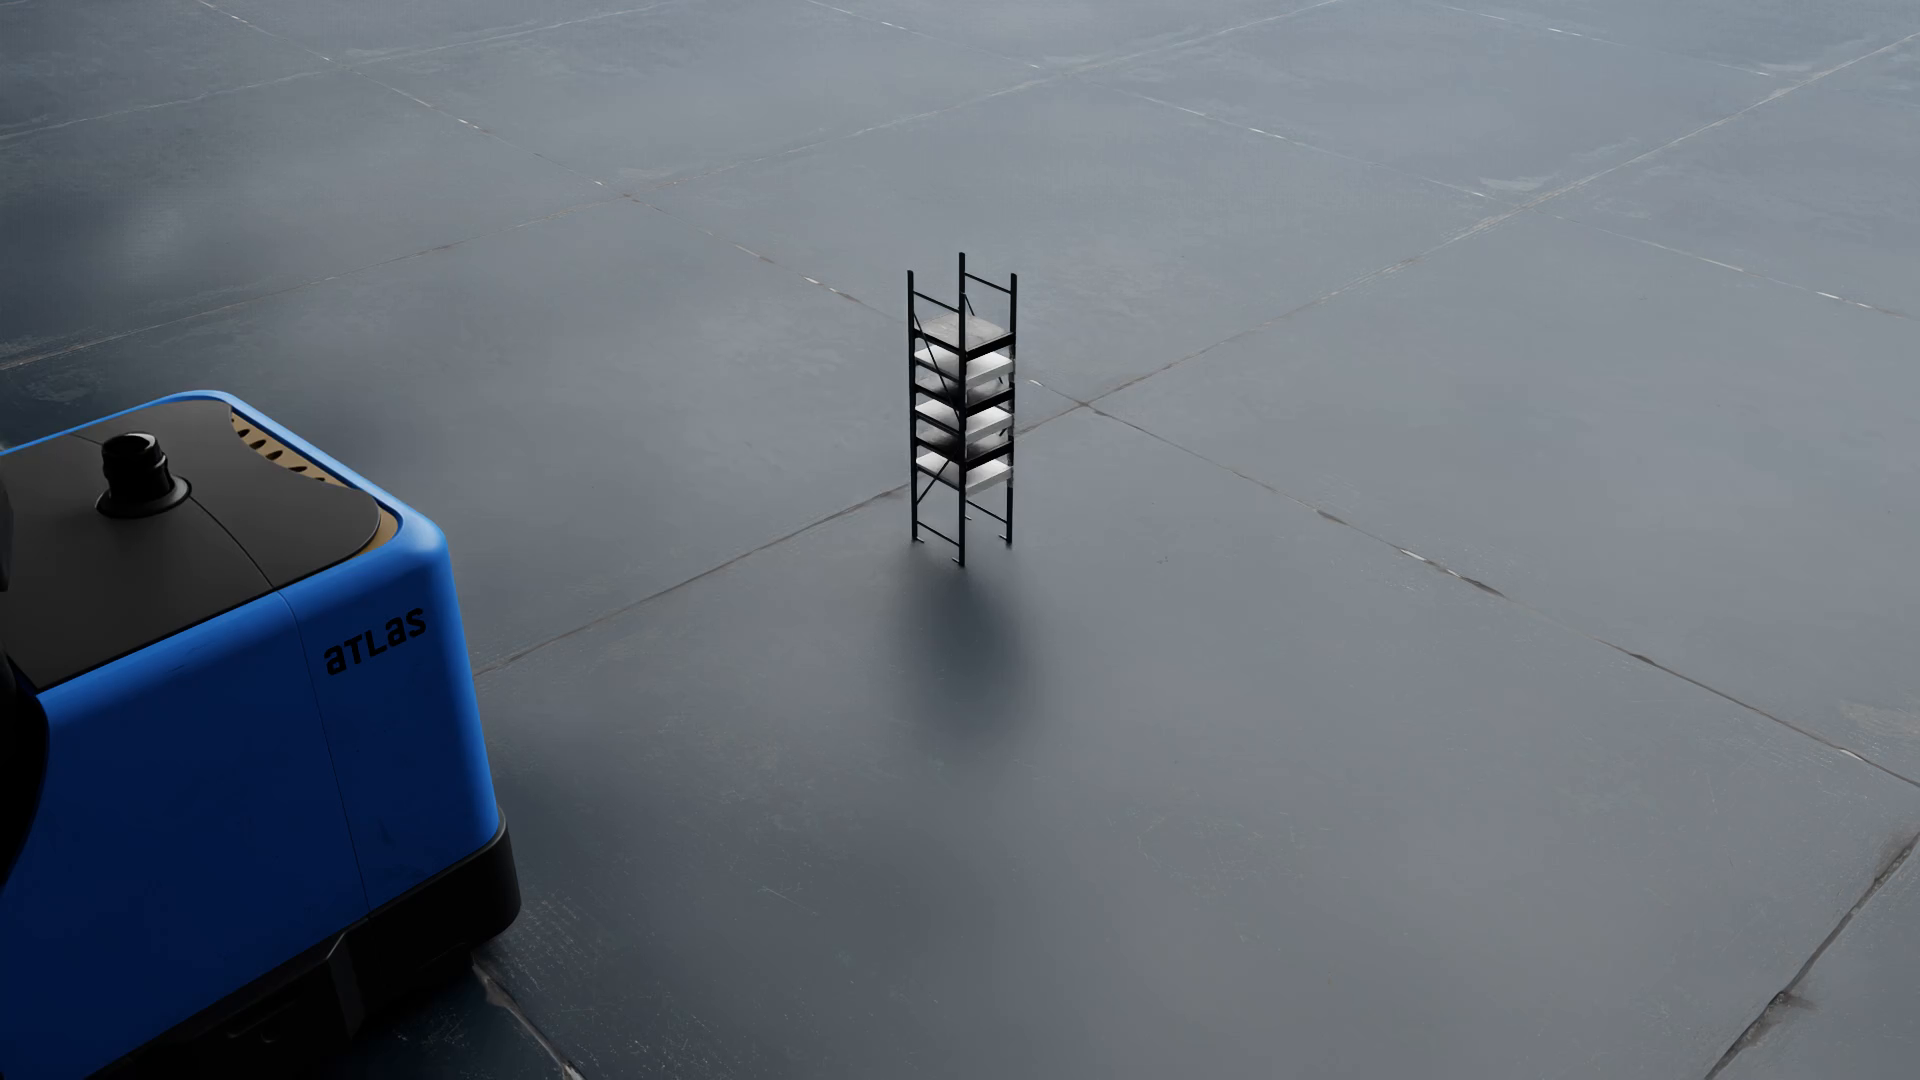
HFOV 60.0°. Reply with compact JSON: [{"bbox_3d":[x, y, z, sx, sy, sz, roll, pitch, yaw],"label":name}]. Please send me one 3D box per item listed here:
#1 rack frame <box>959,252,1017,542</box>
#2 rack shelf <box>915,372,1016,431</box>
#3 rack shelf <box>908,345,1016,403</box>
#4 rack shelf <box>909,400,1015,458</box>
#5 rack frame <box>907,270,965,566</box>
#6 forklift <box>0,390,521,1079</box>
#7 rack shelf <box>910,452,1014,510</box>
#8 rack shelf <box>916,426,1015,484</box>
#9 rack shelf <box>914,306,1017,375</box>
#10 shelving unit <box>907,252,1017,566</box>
[{"bbox_3d":[0.081,-0.423,5.079,0.006,0.900,0.240,-26,40,-35],"label":"rack frame"},{"bbox_3d":[0.006,-0.435,4.990,0.200,0.077,0.258,-26,40,-35],"label":"rack shelf"},{"bbox_3d":[0.006,-0.512,4.943,0.200,0.077,0.258,-26,40,-35],"label":"rack shelf"},{"bbox_3d":[0.006,-0.358,5.037,0.200,0.077,0.258,-26,40,-35],"label":"rack shelf"},{"bbox_3d":[-0.069,-0.351,4.961,0.006,0.900,0.240,-26,40,-35],"label":"rack frame"},{"bbox_3d":[-2.361,0.036,2.382,1.130,2.935,3.031,26,40,35],"label":"forklift"},{"bbox_3d":[0.006,-0.205,5.131,0.200,0.077,0.258,-26,40,-35],"label":"rack shelf"},{"bbox_3d":[0.006,-0.282,5.084,0.200,0.077,0.258,-26,40,-35],"label":"rack shelf"},{"bbox_3d":[0.006,-0.589,4.896,0.200,0.077,0.258,-26,40,-35],"label":"rack shelf"},{"bbox_3d":[0.006,-0.387,5.020,0.210,0.900,0.258,-26,40,-35],"label":"shelving unit"}]
